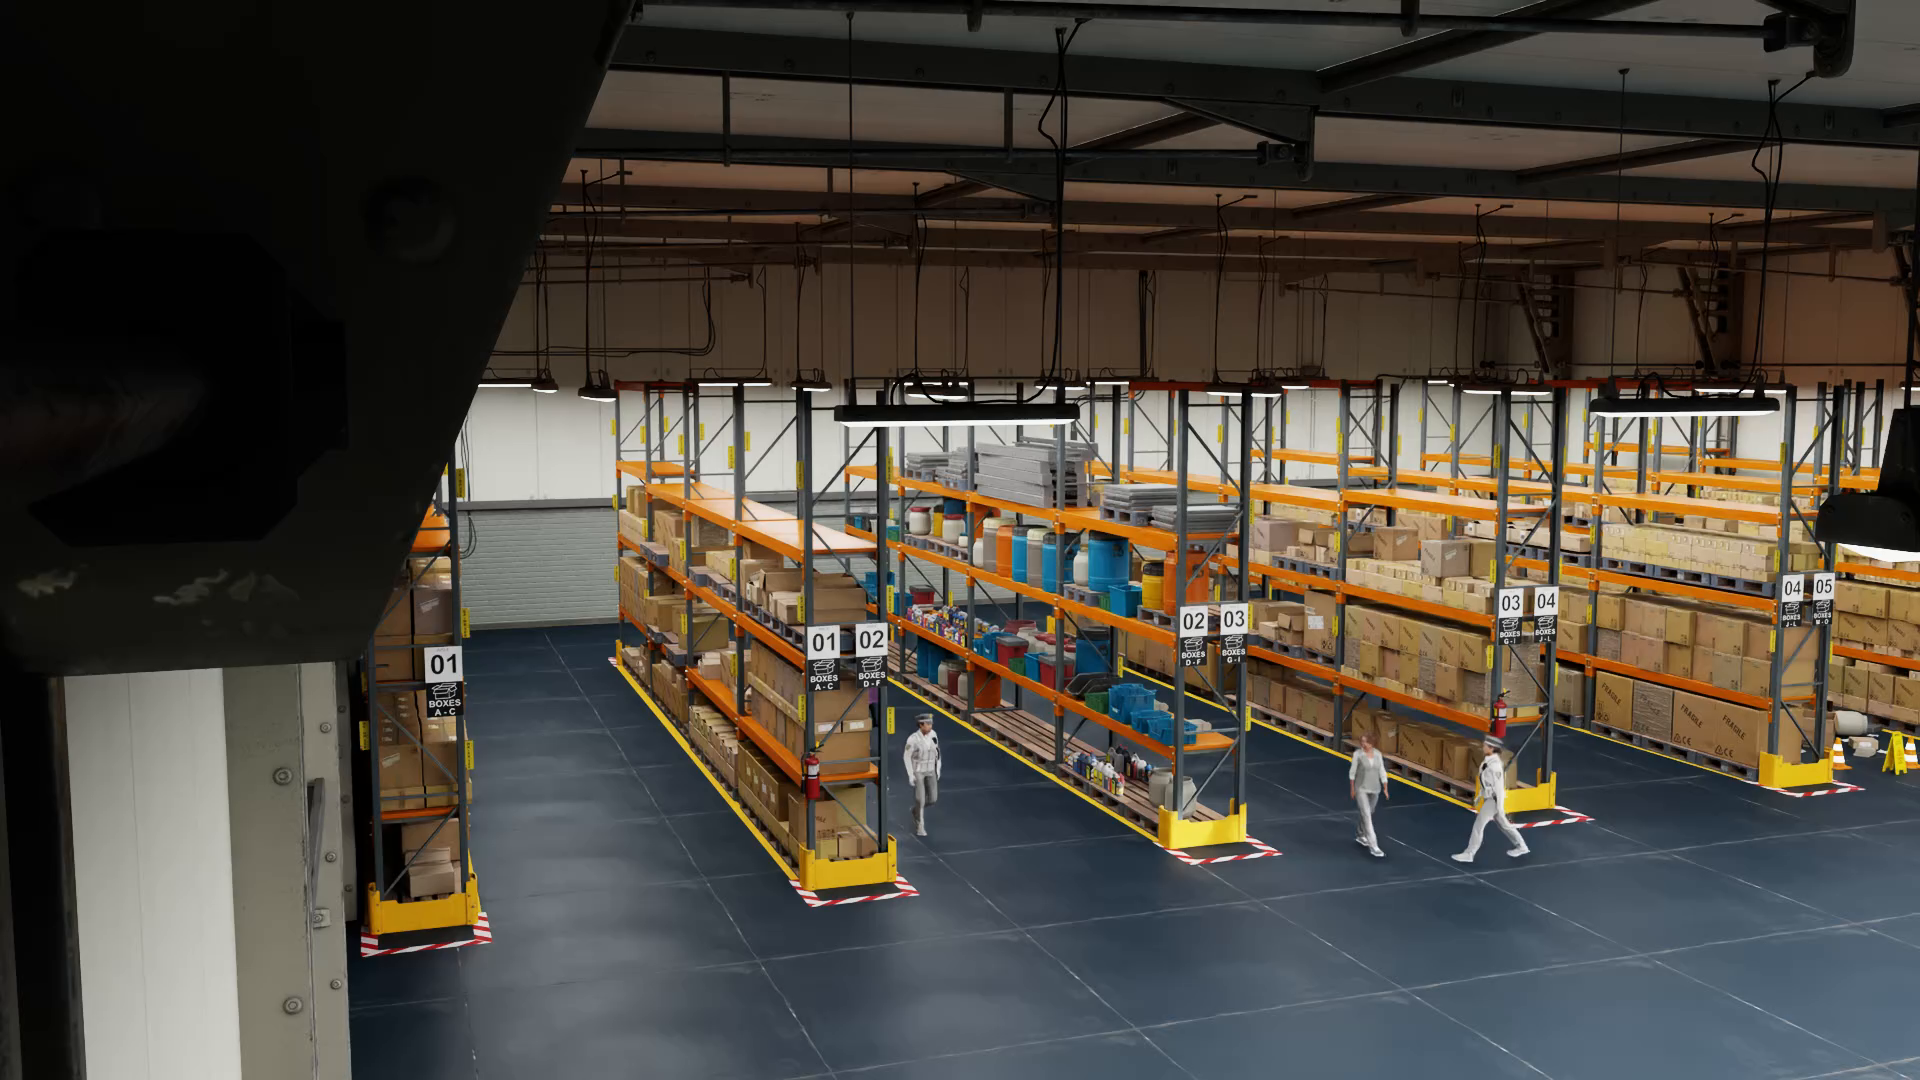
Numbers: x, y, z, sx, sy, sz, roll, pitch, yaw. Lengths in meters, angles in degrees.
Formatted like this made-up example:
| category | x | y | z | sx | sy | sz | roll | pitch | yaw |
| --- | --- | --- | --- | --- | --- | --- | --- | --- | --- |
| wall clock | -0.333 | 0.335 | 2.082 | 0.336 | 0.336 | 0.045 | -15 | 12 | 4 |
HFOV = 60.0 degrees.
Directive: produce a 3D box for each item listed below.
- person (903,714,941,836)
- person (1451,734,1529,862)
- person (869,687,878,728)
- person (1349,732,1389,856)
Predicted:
| category | x | y | z | sx | sy | sz | roll | pitch | yaw |
| --- | --- | --- | --- | --- | --- | --- | --- | --- | --- |
| person | -0.545 | 3.136 | 22.552 | 0.573 | 1.662 | 0.546 | -4 | 7 | -33 |
| person | 6.760 | 3.277 | 21.126 | 1.042 | 1.629 | 0.499 | 0 | 6 | -1 |
| person | -1.530 | 2.669 | 27.383 | 0.503 | 1.581 | 0.487 | -3 | 7 | -29 |
| person | 5.317 | 3.267 | 21.488 | 0.431 | 1.559 | 0.923 | -1 | 6 | -9 |
